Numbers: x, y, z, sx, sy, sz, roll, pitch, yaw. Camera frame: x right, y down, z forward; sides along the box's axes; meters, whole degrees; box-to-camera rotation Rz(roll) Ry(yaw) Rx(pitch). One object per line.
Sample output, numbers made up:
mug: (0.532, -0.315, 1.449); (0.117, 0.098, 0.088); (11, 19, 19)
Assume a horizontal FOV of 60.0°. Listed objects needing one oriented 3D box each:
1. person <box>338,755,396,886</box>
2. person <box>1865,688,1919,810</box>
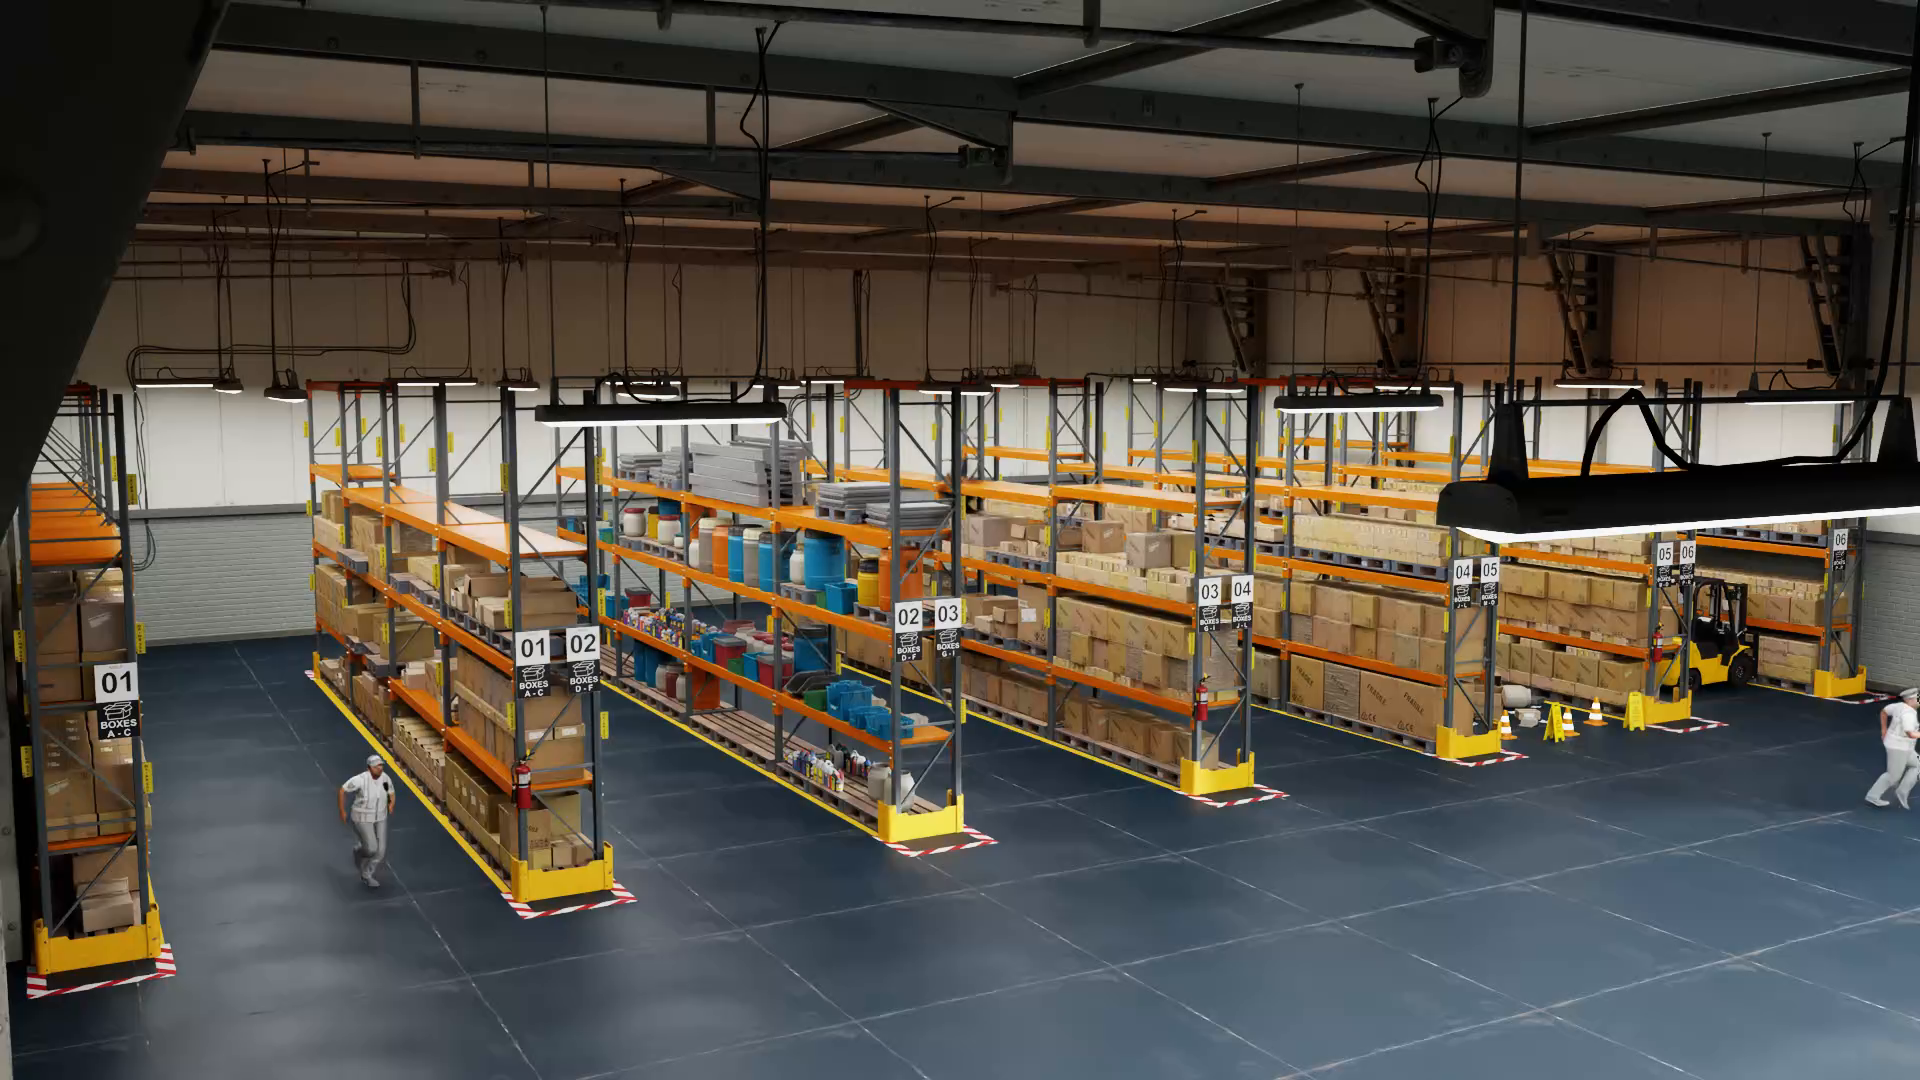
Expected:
person: (-7.131, 3.410, 20.146); (0.623, 1.609, 0.645); (6, 8, 43)
person: (13.334, 2.955, 23.564); (0.835, 1.781, 0.693); (2, 7, 22)
